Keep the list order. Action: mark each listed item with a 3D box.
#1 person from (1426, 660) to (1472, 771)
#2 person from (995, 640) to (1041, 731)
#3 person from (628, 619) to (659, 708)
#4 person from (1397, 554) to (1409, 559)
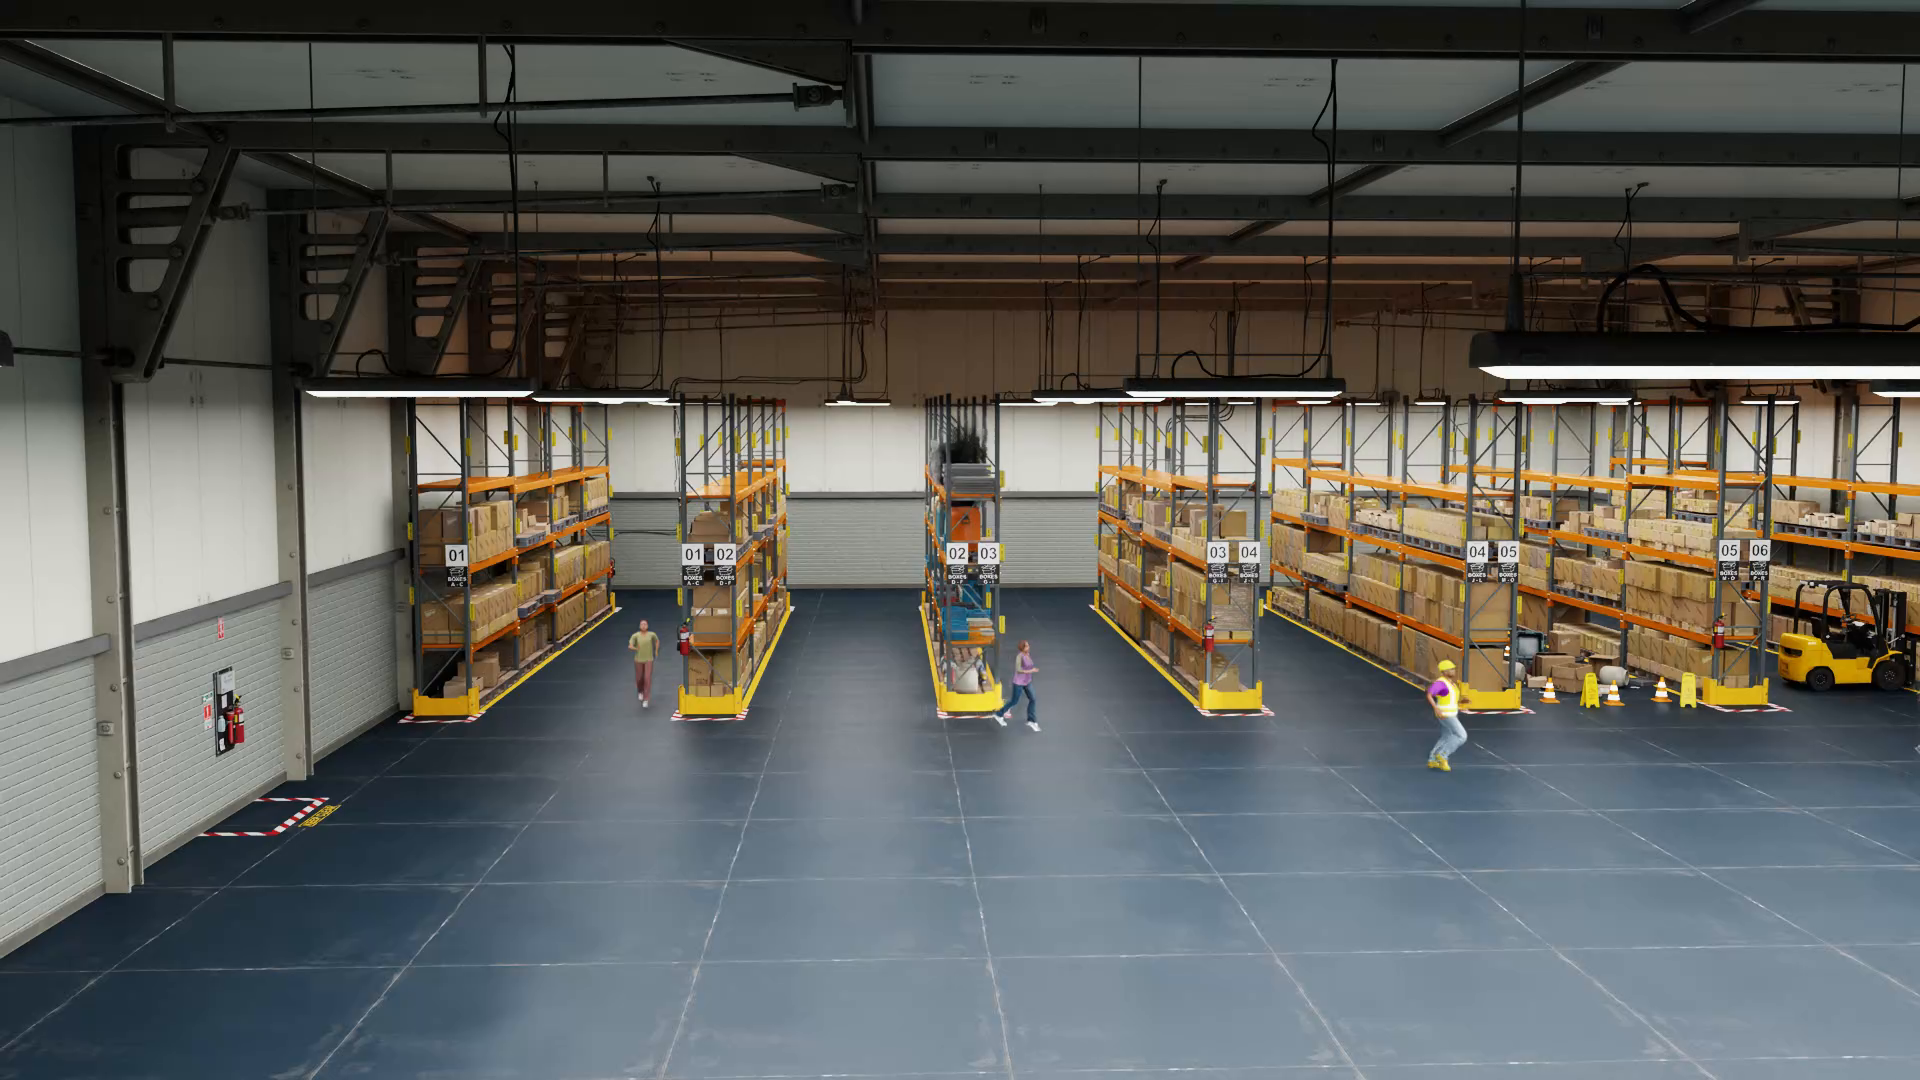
[{"bbox_3d":[7.725,2.768,26.236,0.667,1.739,0.686,2,5,24],"label":"person"},{"bbox_3d":[1.057,2.582,29.658,0.850,1.628,0.550,3,5,31],"label":"person"},{"bbox_3d":[-6.082,2.334,32.011,0.585,1.654,0.964,-1,5,-9],"label":"person"},{"bbox_3d":[13.216,0.933,49.317,0.870,1.814,0.660,0,5,6],"label":"person"}]
